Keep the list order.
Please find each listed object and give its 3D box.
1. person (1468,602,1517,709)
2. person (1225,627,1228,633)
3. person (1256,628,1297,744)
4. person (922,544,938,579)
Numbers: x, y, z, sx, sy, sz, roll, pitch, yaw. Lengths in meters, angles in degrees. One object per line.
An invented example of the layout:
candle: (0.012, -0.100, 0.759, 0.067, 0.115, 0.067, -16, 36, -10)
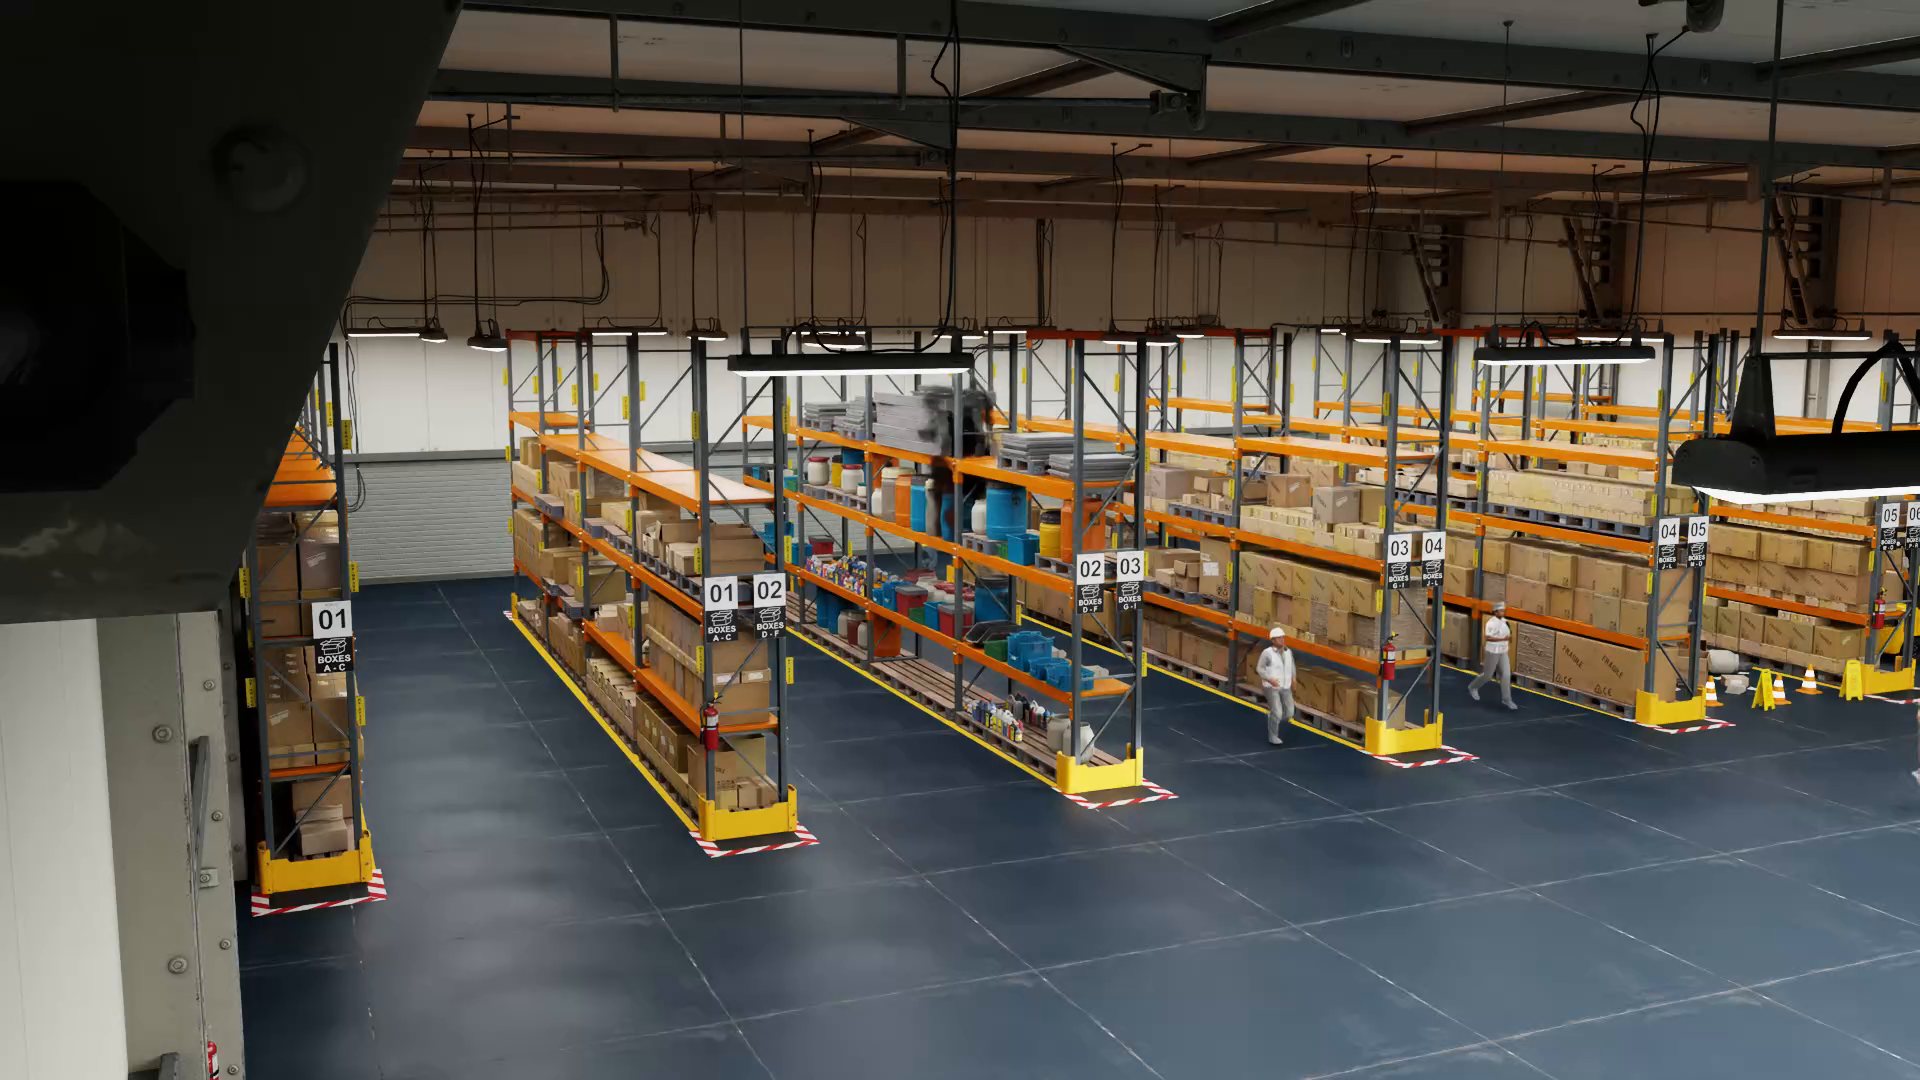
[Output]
person: (8.647, 1.825, 26.879, 0.604, 1.697, 0.900, -5, 9, -33)
person: (5.223, 1.202, 31.700, 0.589, 1.648, 0.528, -3, 8, -21)
person: (4.691, 2.148, 24.525, 0.707, 1.729, 0.569, -4, 9, -24)
person: (-0.756, 0.118, 39.437, 0.605, 1.718, 0.686, -2, 8, -15)
